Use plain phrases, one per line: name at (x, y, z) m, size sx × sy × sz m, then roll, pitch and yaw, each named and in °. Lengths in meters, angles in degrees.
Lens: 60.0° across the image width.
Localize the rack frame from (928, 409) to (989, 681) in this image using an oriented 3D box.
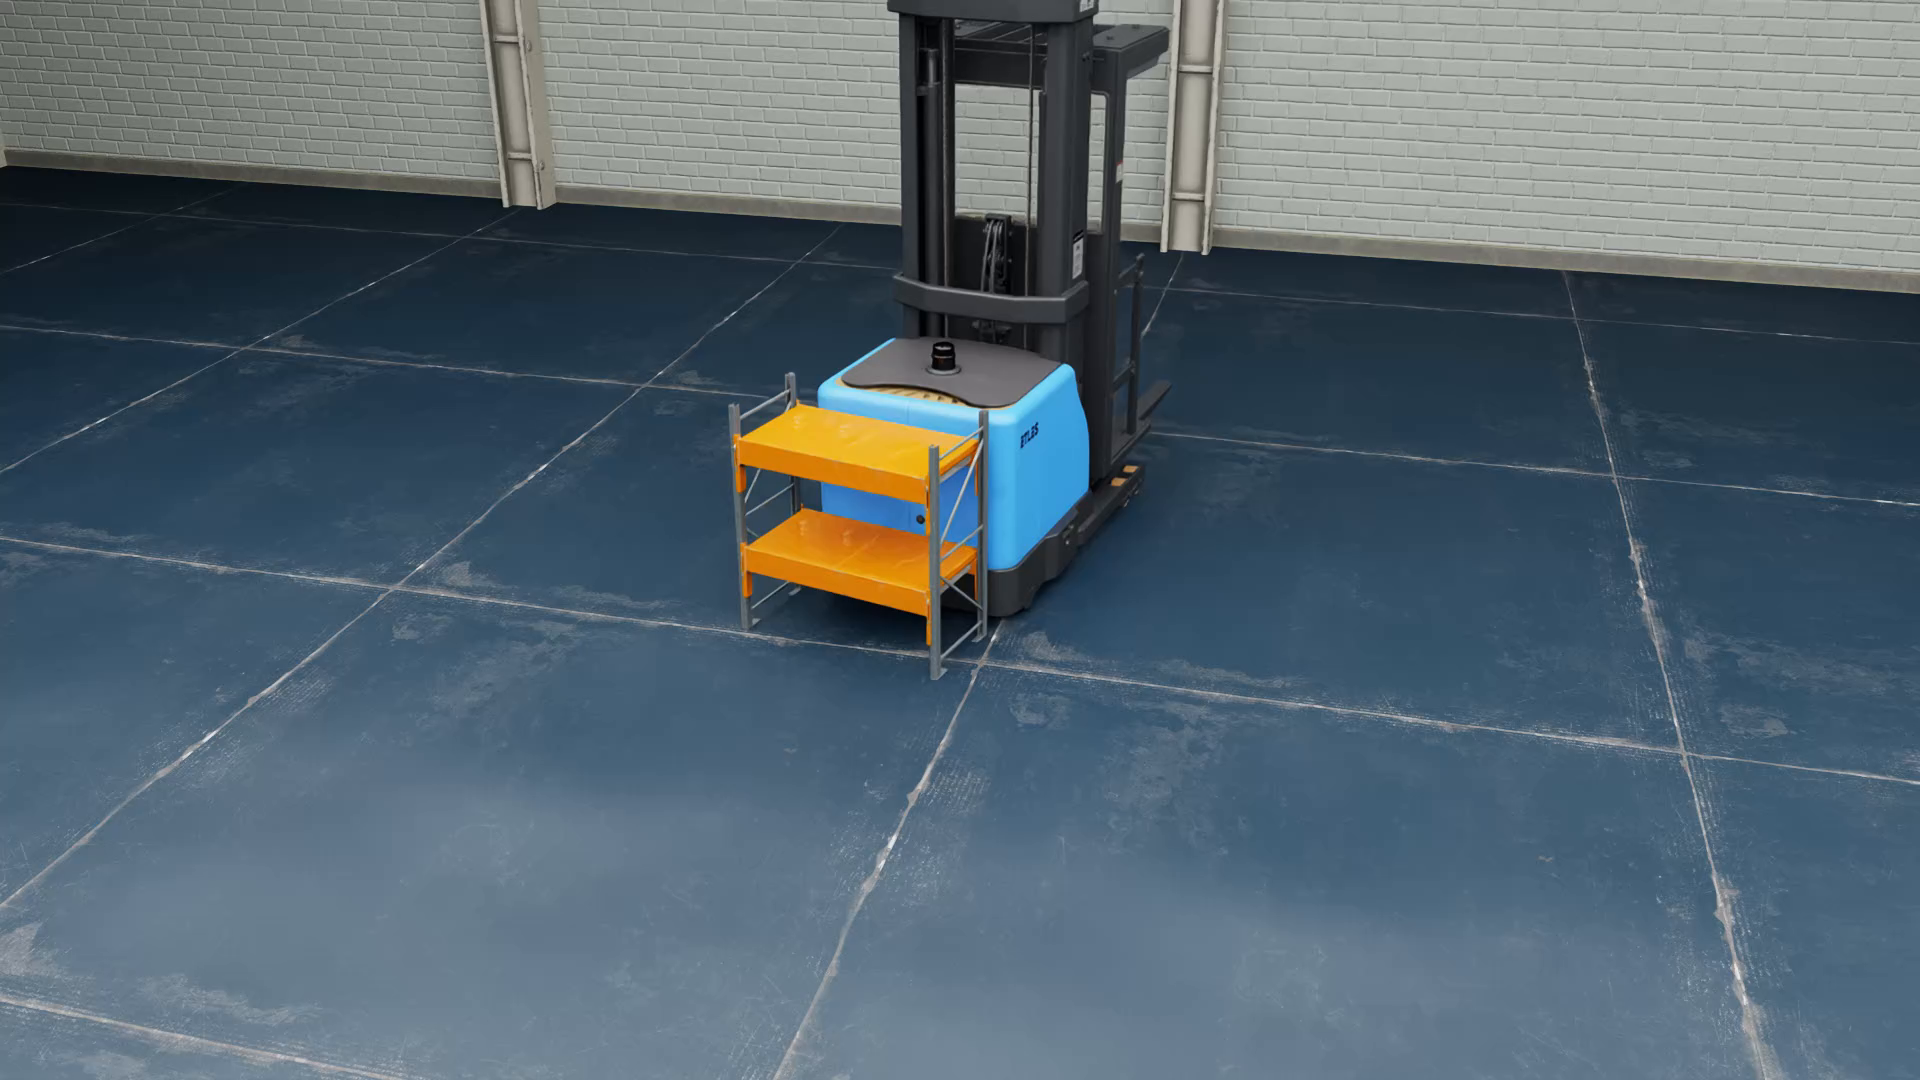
rack frame at (-0.002, 0.026, 7.387) m, size 0.032 × 1.125 × 0.500 m, roll 13°, pitch 28°, yaw 25°

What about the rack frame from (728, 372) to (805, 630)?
rack frame at (-0.900, -0.179, 7.818) m, size 0.032 × 1.125 × 0.500 m, roll 13°, pitch 28°, yaw 25°

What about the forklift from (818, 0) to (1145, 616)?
forklift at (0.383, -1.569, 8.636) m, size 1.130 × 2.935 × 3.031 m, roll 11°, pitch 28°, yaw 22°

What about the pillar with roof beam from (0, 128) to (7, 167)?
pillar with roof beam at (-10.809, -5.984, 10.850) m, size 0.400 × 9.000 × 9.100 m, roll 6°, pitch 26°, yaw 13°

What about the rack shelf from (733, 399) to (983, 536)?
rack shelf at (-0.451, -0.341, 7.477) m, size 1.000 × 0.278 × 0.538 m, roll 13°, pitch 28°, yaw 25°

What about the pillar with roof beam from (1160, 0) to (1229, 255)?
pillar with roof beam at (0.813, -4.699, 8.152) m, size 0.400 × 9.000 × 9.100 m, roll 6°, pitch 26°, yaw 13°

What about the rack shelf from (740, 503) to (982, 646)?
rack shelf at (-0.451, 0.144, 7.708) m, size 1.000 × 0.278 × 0.538 m, roll 13°, pitch 28°, yaw 25°

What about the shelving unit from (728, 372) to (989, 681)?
shelving unit at (-0.451, -0.077, 7.603) m, size 1.048 × 1.125 × 0.538 m, roll 13°, pitch 28°, yaw 25°
